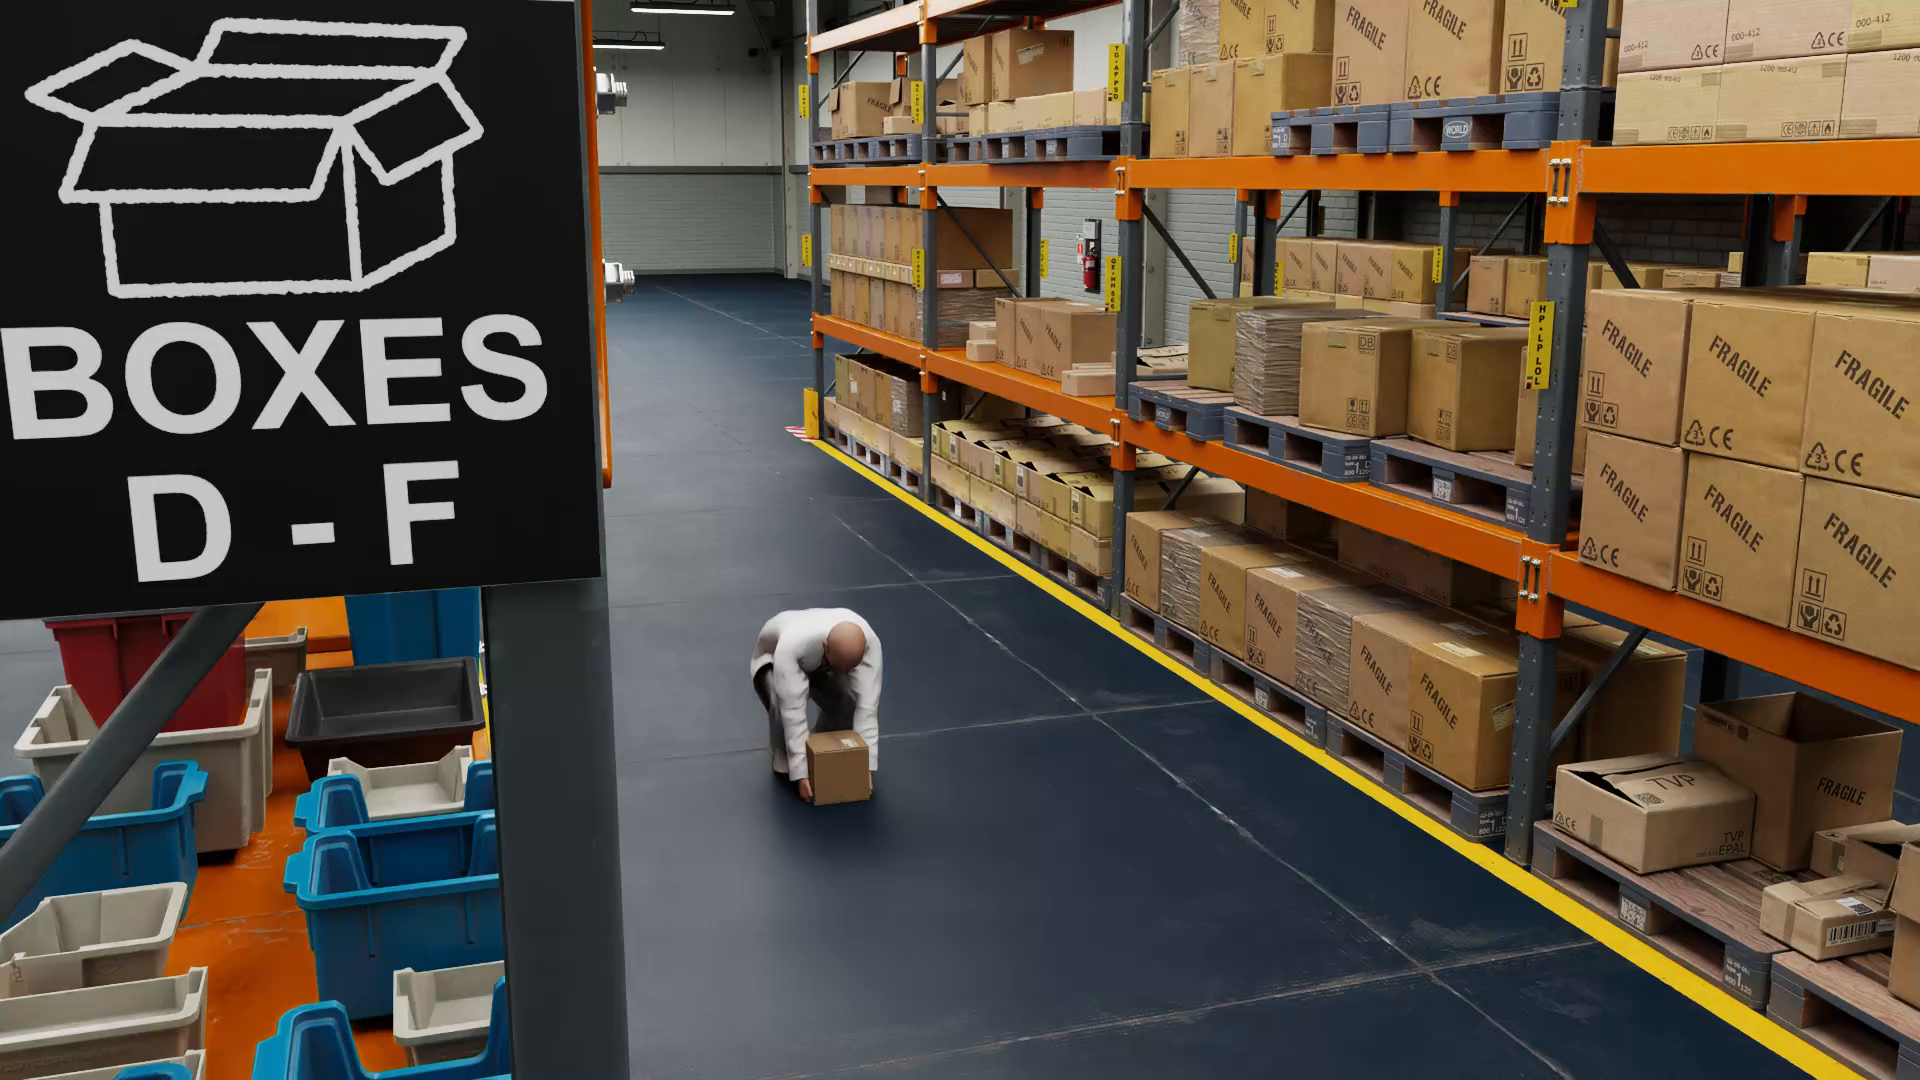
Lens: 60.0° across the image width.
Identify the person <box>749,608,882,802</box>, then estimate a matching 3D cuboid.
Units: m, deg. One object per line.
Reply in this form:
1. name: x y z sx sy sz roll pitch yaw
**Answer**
1. person: -0.669 0.706 7.665 0.570 0.854 0.917 -4 13 -19
